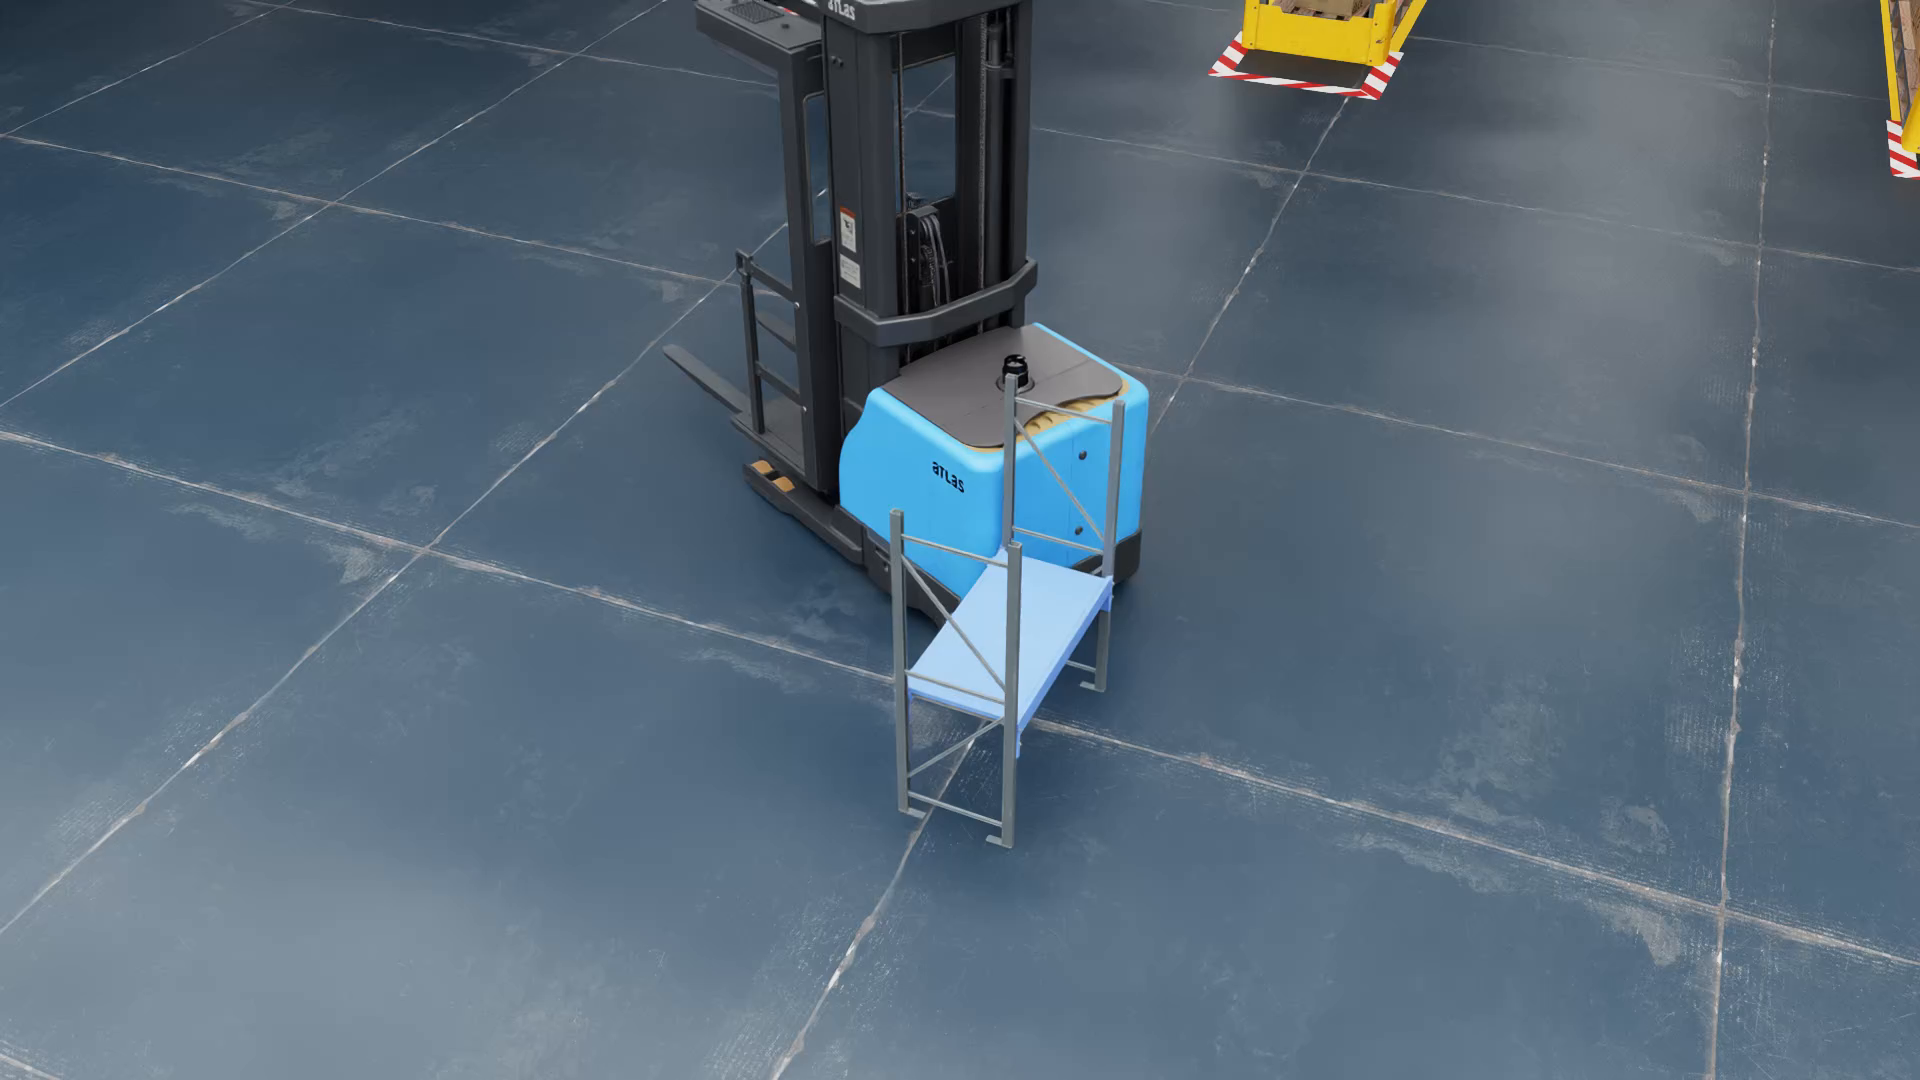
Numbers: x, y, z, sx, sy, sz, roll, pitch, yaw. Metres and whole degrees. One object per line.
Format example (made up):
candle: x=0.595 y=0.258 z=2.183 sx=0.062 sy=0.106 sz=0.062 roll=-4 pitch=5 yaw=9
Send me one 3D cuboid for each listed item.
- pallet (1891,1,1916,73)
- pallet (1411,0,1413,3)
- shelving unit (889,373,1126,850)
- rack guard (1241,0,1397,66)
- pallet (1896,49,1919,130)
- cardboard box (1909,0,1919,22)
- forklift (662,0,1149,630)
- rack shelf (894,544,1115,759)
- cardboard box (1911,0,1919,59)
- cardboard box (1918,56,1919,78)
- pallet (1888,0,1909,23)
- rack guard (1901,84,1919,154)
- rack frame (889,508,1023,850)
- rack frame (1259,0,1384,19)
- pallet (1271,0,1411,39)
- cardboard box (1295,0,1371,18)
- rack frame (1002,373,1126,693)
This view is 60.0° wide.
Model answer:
pallet: x=8.120 y=-4.003 z=13.429 sx=1.003 sy=0.211 sz=1.213 roll=14 pitch=39 yaw=18
pallet: x=3.710 y=-5.212 z=15.047 sx=1.003 sy=0.211 sz=1.213 roll=14 pitch=39 yaw=18
shelving unit: x=0.198 y=0.282 z=6.620 sx=0.538 sy=1.500 sz=1.048 roll=16 pitch=40 yaw=20
rack guard: x=2.902 y=-4.213 z=13.469 sx=1.175 sy=0.500 sz=0.348 roll=14 pitch=39 yaw=18
pallet: x=7.654 y=-3.330 z=12.528 sx=1.003 sy=0.211 sz=1.213 roll=14 pitch=39 yaw=18
cardboard box: x=8.300 y=-4.686 z=13.437 sx=0.875 sy=0.875 sz=0.875 roll=14 pitch=39 yaw=18
forklift: x=-0.461 y=-1.495 z=7.802 sx=1.130 sy=2.935 sz=3.031 roll=-26 pitch=44 yaw=-30
rack shelf: x=0.198 y=0.426 z=6.728 sx=0.538 sy=0.185 sz=1.000 roll=16 pitch=40 yaw=20
cardboard box: x=7.952 y=-4.181 z=12.763 sx=0.875 sy=0.875 sz=0.875 roll=13 pitch=39 yaw=17
cardboard box: x=7.619 y=-3.694 z=12.110 sx=0.875 sy=0.875 sz=0.875 roll=14 pitch=39 yaw=18
pallet: x=8.582 y=-4.681 z=14.336 sx=1.003 sy=0.211 sz=1.213 roll=14 pitch=39 yaw=18
rack guard: x=7.413 y=-2.972 z=11.808 sx=1.175 sy=0.500 sz=0.348 roll=14 pitch=39 yaw=18
rack frame: x=-0.017 y=0.558 z=6.251 sx=0.500 sy=1.500 sz=0.032 roll=16 pitch=40 yaw=20
rack frame: x=2.873 y=-5.172 z=12.664 sx=1.000 sy=3.000 sz=0.127 roll=14 pitch=39 yaw=18
pallet: x=3.244 y=-4.539 z=14.146 sx=1.003 sy=0.211 sz=1.213 roll=14 pitch=39 yaw=18
cardboard box: x=3.127 y=-4.681 z=13.744 sx=0.500 sy=0.500 sz=0.500 roll=21 pitch=42 yaw=26
rack frame: x=0.413 y=0.006 z=6.989 sx=0.500 sy=1.500 sz=0.032 roll=16 pitch=40 yaw=20
